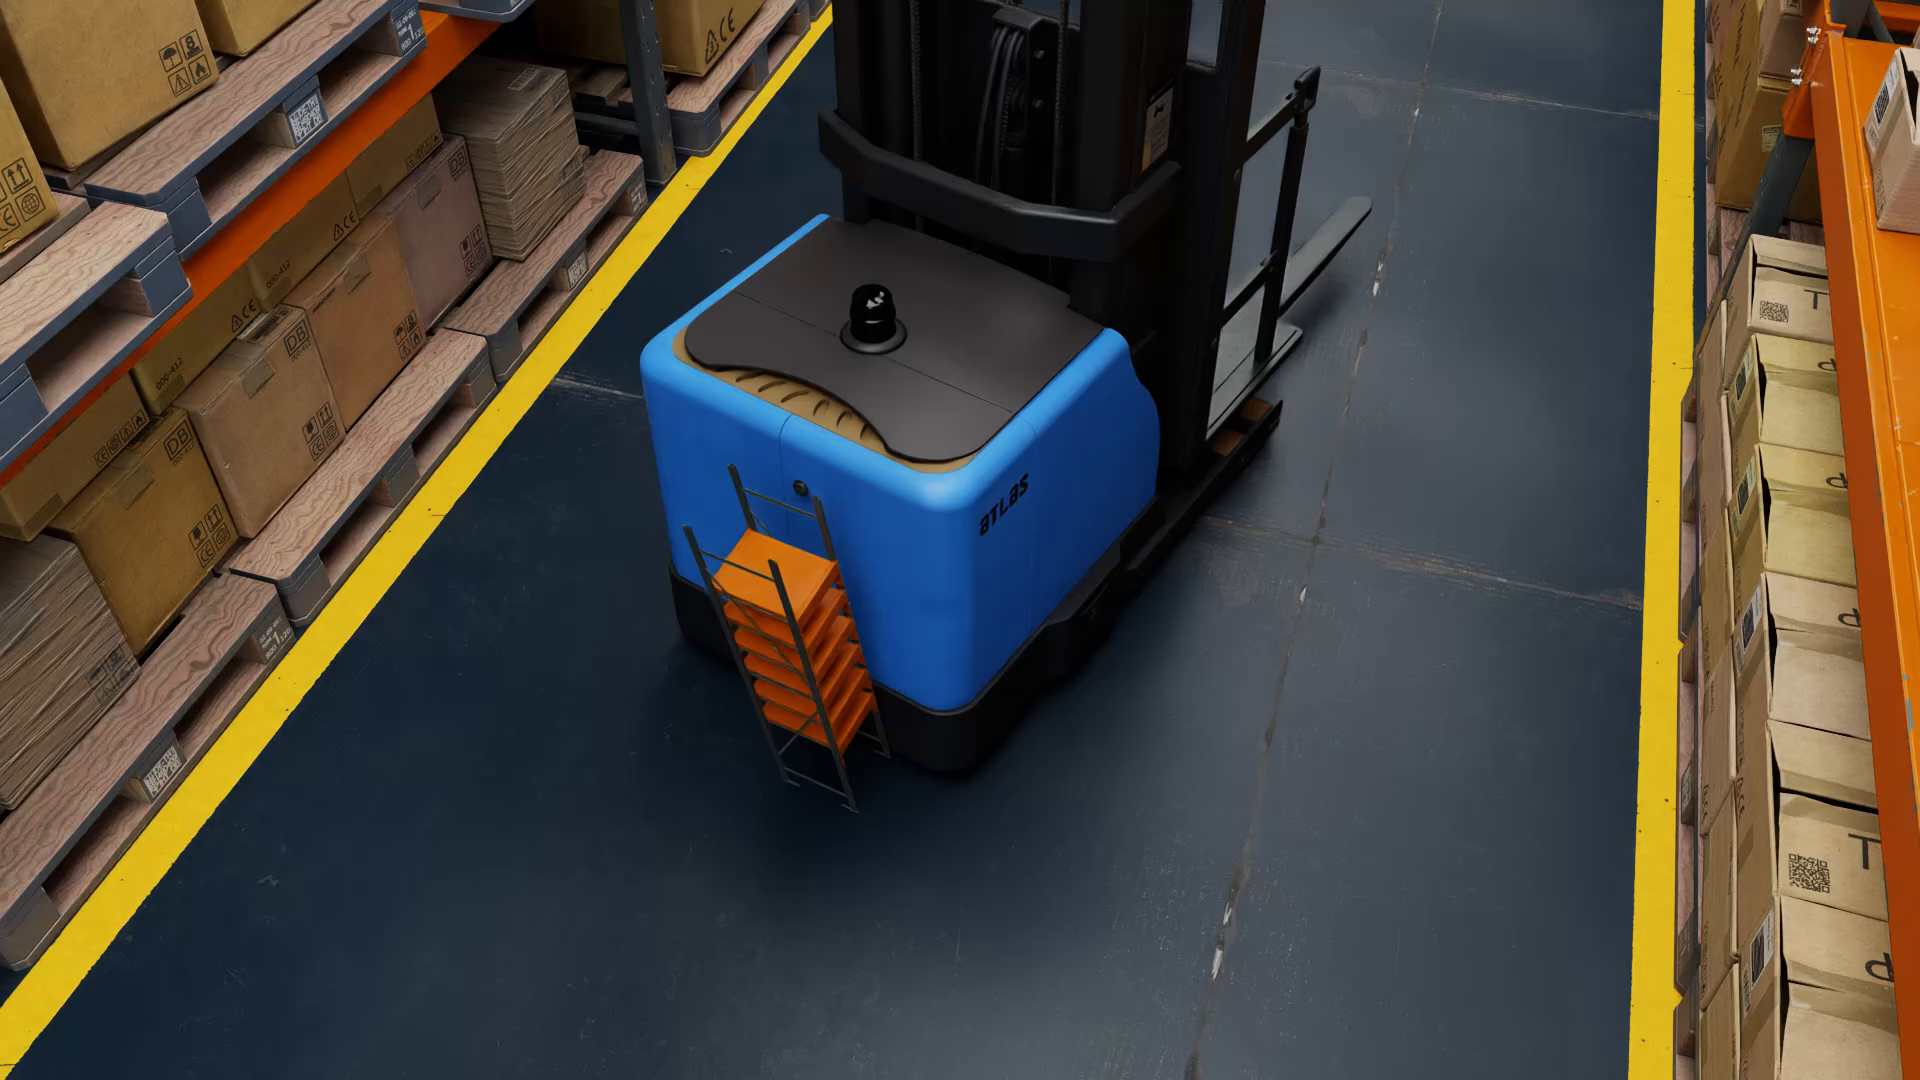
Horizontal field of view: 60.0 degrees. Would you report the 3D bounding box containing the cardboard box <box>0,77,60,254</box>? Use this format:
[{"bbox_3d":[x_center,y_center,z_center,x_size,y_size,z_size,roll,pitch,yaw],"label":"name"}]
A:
[{"bbox_3d":[-2.496,-0.871,3.609,0.700,0.500,0.500,17,47,17],"label":"cardboard box"}]

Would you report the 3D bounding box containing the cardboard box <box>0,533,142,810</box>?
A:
[{"bbox_3d":[-2.652,0.267,4.305,0.700,0.500,0.500,14,46,14],"label":"cardboard box"}]

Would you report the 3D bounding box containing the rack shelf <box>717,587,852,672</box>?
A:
[{"bbox_3d":[-0.414,0.172,3.932,0.258,0.103,0.180,21,60,20],"label":"rack shelf"}]

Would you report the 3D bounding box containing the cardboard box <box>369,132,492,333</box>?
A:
[{"bbox_3d":[-2.083,-1.095,5.697,0.700,0.500,0.500,12,46,12],"label":"cardboard box"}]

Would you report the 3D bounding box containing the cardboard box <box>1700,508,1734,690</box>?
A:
[{"bbox_3d":[2.333,0.208,4.558,0.500,0.250,0.500,11,46,11],"label":"cardboard box"}]

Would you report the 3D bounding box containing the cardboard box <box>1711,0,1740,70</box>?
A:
[{"bbox_3d":[3.444,-2.227,6.854,0.500,0.500,0.500,11,45,11],"label":"cardboard box"}]

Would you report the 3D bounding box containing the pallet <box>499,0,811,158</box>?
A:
[{"bbox_3d":[-1.337,-2.154,7.300,1.003,0.211,1.213,13,46,13],"label":"pallet"}]

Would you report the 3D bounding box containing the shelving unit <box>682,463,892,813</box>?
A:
[{"bbox_3d":[-0.395,0.284,4.091,0.258,1.200,0.189,21,60,20],"label":"shelving unit"}]

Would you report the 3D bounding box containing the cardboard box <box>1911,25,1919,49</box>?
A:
[{"bbox_3d":[2.923,-1.329,4.528,0.500,0.311,0.500,15,46,15],"label":"cardboard box"}]

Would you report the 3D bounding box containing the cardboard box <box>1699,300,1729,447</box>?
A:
[{"bbox_3d":[2.636,-0.475,5.256,0.500,0.250,0.500,12,46,12],"label":"cardboard box"}]

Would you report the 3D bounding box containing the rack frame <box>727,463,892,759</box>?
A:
[{"bbox_3d":[-0.352,0.216,4.135,0.240,1.200,0.006,21,60,20],"label":"rack frame"}]

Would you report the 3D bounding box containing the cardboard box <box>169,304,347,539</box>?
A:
[{"bbox_3d":[-2.350,-0.420,5.007,0.700,0.500,0.500,13,46,13],"label":"cardboard box"}]

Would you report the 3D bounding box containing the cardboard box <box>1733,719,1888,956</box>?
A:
[{"bbox_3d":[2.018,0.693,3.662,0.500,0.311,0.500,12,46,12],"label":"cardboard box"}]

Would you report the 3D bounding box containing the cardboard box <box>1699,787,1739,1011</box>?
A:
[{"bbox_3d":[2.022,0.889,3.863,0.500,0.250,0.500,13,46,13],"label":"cardboard box"}]

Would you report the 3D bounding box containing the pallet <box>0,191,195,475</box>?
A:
[{"bbox_3d":[-2.489,-0.385,3.636,1.003,0.211,1.213,13,46,13],"label":"pallet"}]

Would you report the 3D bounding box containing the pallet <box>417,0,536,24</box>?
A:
[{"bbox_3d":[-1.762,-2.075,5.363,1.213,0.211,1.003,13,46,13],"label":"pallet"}]

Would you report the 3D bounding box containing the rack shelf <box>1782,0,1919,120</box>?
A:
[{"bbox_3d":[3.680,-2.671,6.349,1.077,0.370,4.000,13,46,13],"label":"rack shelf"}]

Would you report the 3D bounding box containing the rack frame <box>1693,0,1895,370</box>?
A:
[{"bbox_3d":[3.075,-1.595,4.735,1.000,3.000,0.127,13,46,13],"label":"rack frame"}]

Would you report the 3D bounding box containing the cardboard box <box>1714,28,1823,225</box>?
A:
[{"bbox_3d":[3.134,-1.532,6.143,0.500,0.500,0.500,14,46,14],"label":"cardboard box"}]

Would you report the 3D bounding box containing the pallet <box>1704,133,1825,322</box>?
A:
[{"bbox_3d":[3.337,-1.088,6.210,1.003,0.211,1.213,13,46,13],"label":"pallet"}]

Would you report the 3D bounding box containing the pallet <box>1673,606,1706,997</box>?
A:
[{"bbox_3d":[2.417,0.753,4.329,1.003,0.211,1.213,13,46,13],"label":"pallet"}]

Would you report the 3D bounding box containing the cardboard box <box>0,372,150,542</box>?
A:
[{"bbox_3d":[-2.522,-0.295,4.344,0.500,0.250,0.500,12,46,12],"label":"cardboard box"}]

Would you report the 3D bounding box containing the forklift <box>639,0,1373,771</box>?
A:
[{"bbox_3d":[0.414,-1.420,4.605,1.130,2.935,3.031,26,50,24],"label":"forklift"}]

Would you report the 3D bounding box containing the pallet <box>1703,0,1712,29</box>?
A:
[{"bbox_3d":[4.076,-2.714,7.873,1.003,0.211,1.213,13,46,13],"label":"pallet"}]

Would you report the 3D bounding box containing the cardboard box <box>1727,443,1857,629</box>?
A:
[{"bbox_3d":[2.328,0.016,4.354,0.500,0.311,0.500,11,46,11],"label":"cardboard box"}]

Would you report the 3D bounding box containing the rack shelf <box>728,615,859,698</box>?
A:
[{"bbox_3d":[-0.402,0.241,4.030,0.258,0.103,0.180,21,60,20],"label":"rack shelf"}]

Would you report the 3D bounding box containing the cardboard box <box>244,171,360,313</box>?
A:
[{"bbox_3d":[-2.199,-0.972,5.035,0.500,0.250,0.500,12,46,12],"label":"cardboard box"}]

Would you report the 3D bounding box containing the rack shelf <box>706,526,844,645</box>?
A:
[{"bbox_3d":[-0.425,0.103,3.835,0.258,0.103,0.180,21,60,20],"label":"rack shelf"}]

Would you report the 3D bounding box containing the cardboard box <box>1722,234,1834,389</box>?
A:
[{"bbox_3d":[2.636,-0.675,5.060,0.500,0.311,0.500,14,46,14],"label":"cardboard box"}]

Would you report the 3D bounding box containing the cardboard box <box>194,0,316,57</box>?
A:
[{"bbox_3d":[-2.136,-1.684,4.440,0.700,0.500,0.500,13,46,13],"label":"cardboard box"}]

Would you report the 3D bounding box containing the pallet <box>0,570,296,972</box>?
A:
[{"bbox_3d":[-2.625,0.502,4.586,1.003,0.211,1.213,13,46,13],"label":"pallet"}]
